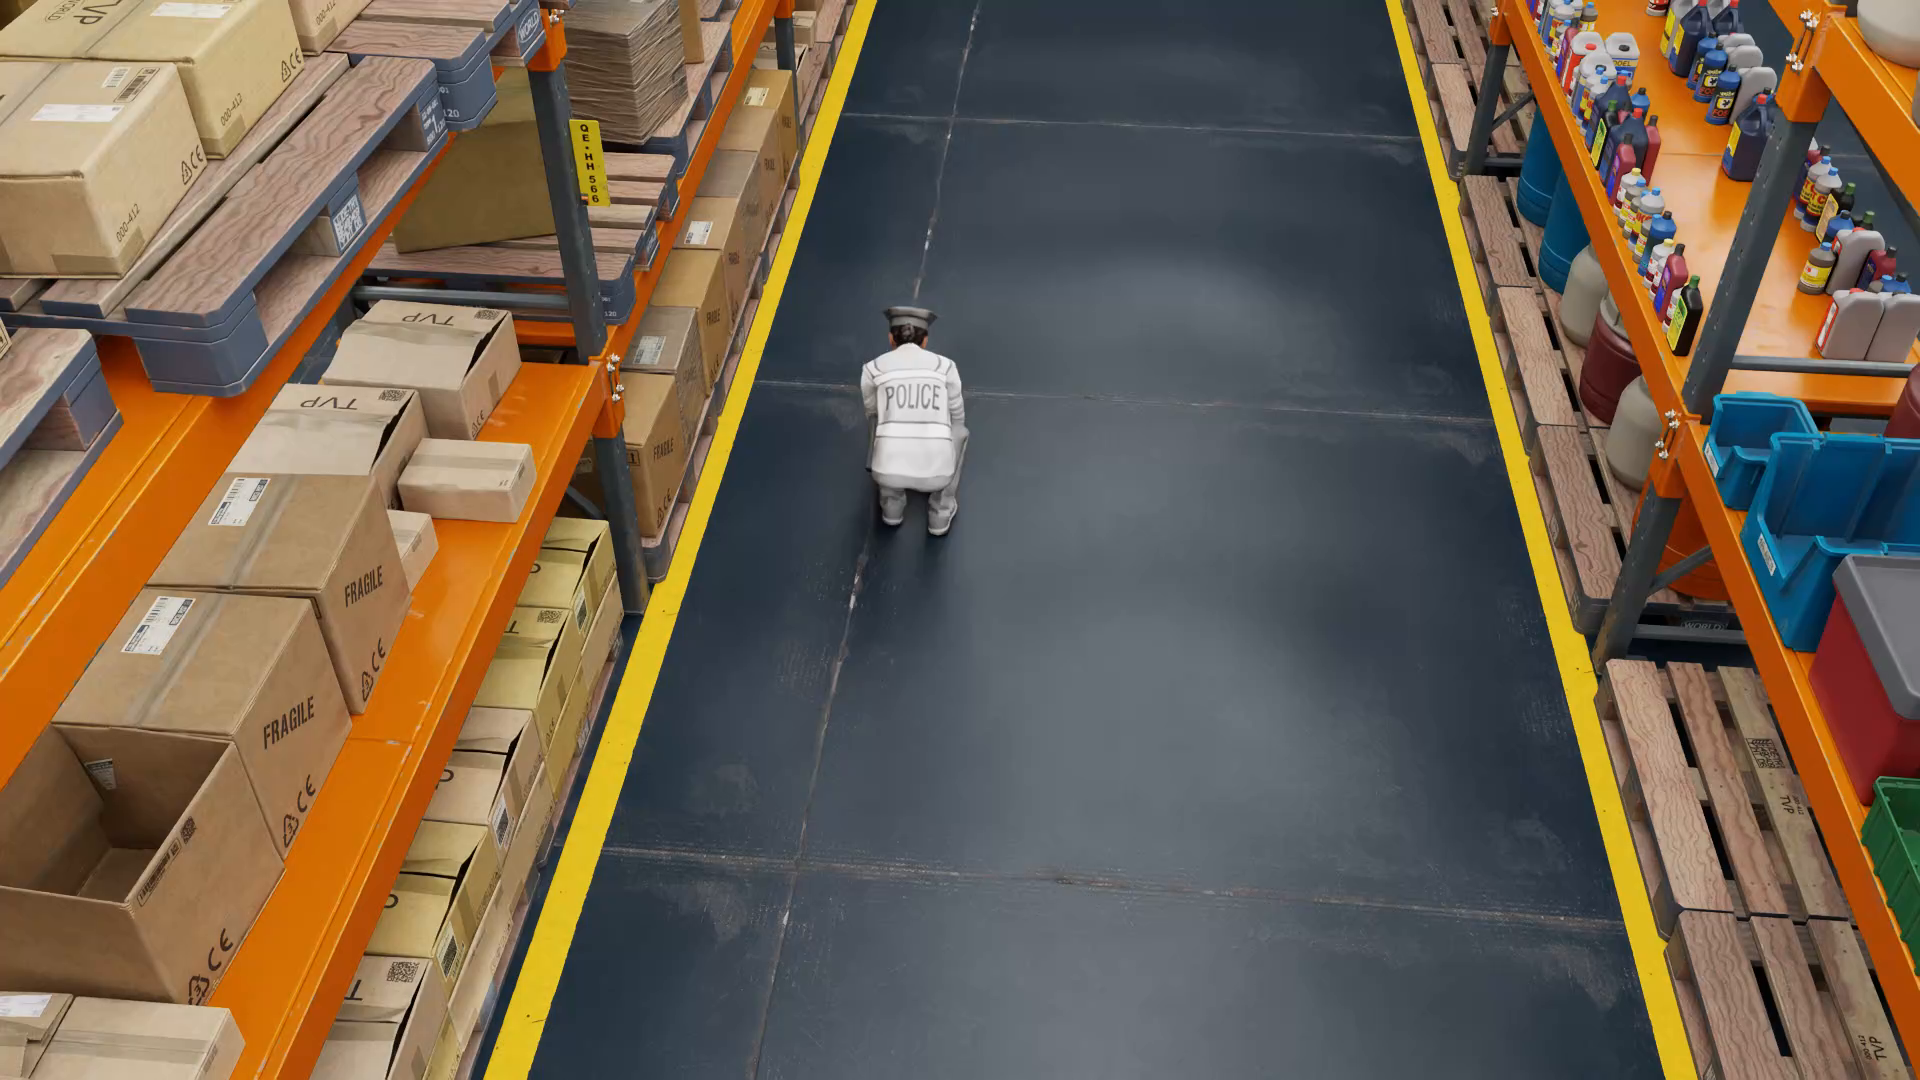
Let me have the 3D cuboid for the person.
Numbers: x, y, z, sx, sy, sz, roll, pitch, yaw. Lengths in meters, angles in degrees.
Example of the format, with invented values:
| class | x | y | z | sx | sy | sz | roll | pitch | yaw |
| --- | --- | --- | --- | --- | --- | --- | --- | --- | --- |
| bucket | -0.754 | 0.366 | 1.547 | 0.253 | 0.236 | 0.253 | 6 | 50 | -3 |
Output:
| class | x | y | z | sx | sy | sz | roll | pitch | yaw |
| --- | --- | --- | --- | --- | --- | --- | --- | --- | --- |
| person | -0.196 | -0.488 | 7.468 | 0.465 | 0.846 | 0.889 | 3 | 40 | 3 |
